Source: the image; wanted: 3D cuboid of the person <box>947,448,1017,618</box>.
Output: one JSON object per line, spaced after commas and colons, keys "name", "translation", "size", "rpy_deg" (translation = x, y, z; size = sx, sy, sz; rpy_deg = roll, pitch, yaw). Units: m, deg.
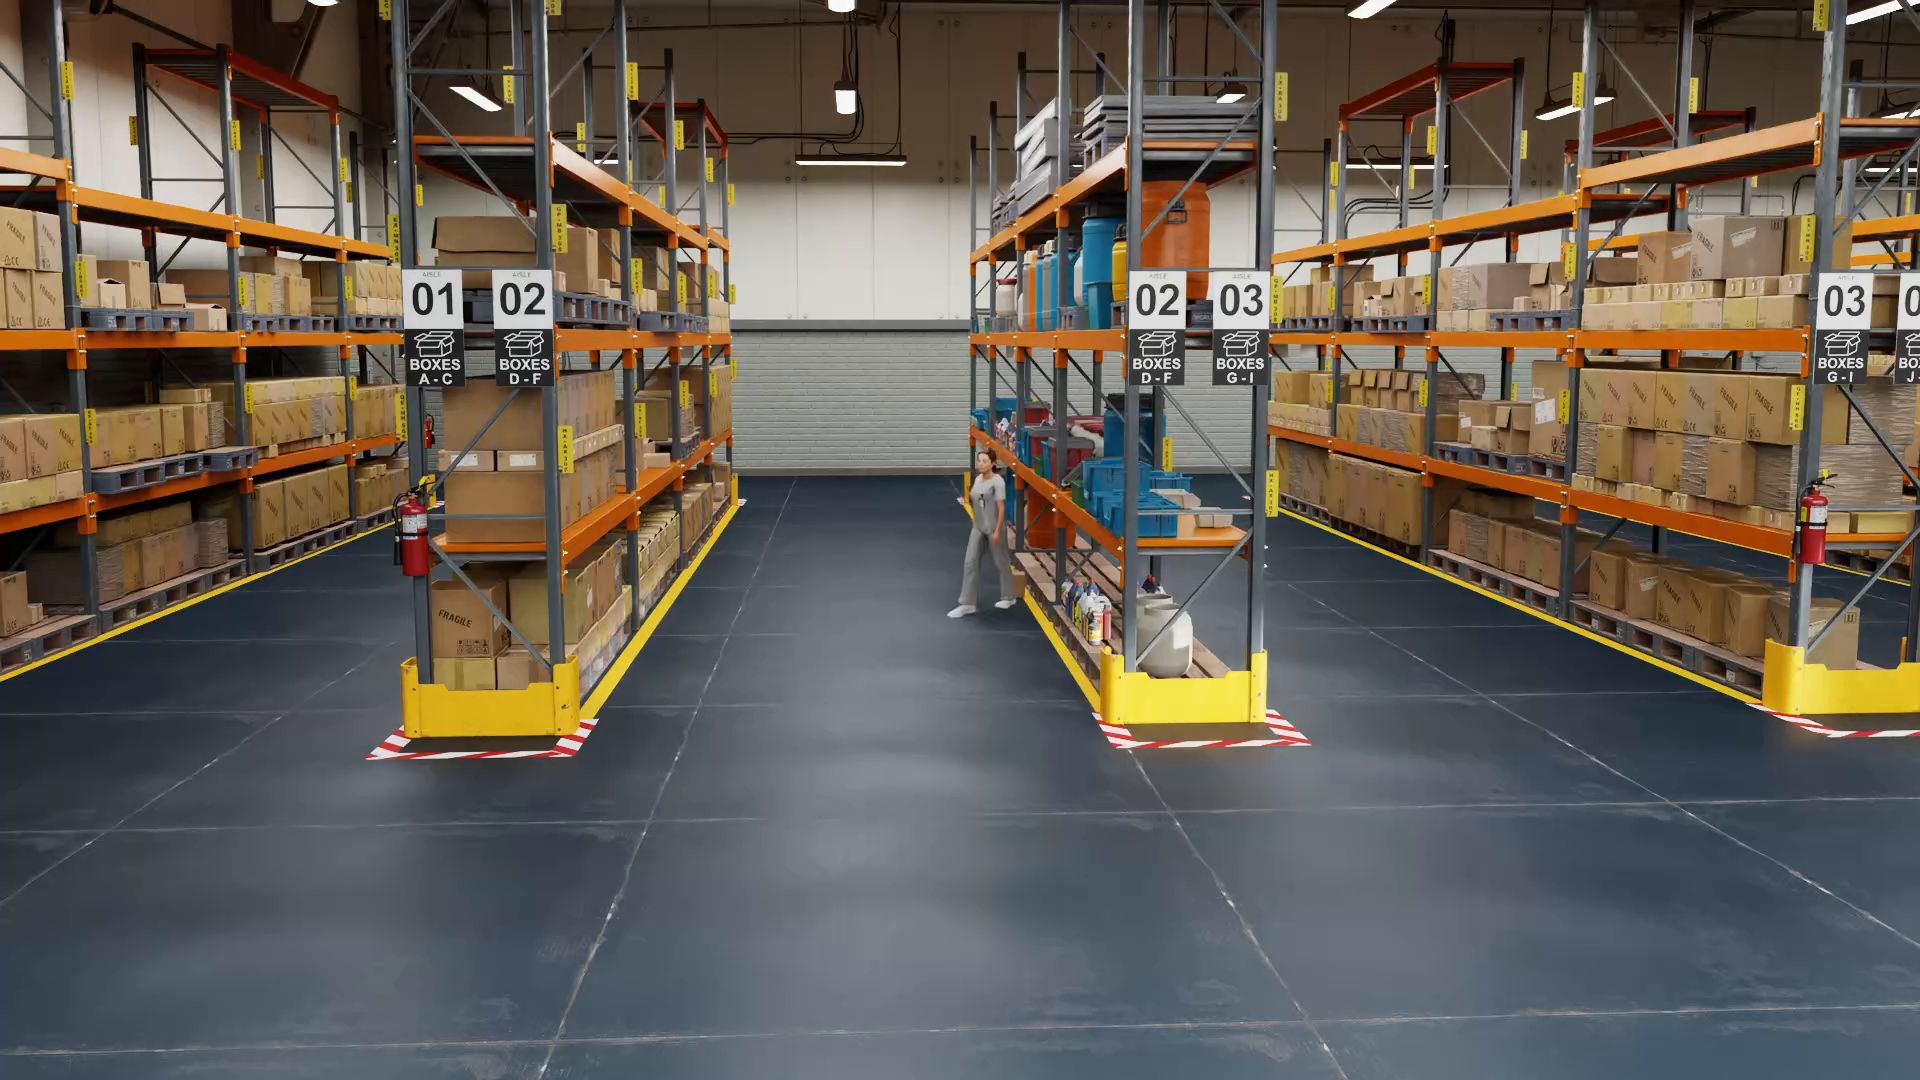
{"name": "person", "translation": [0.307, -0.081, 16.454], "size": [0.465, 1.662, 0.844], "rpy_deg": [6, 9, 41]}
